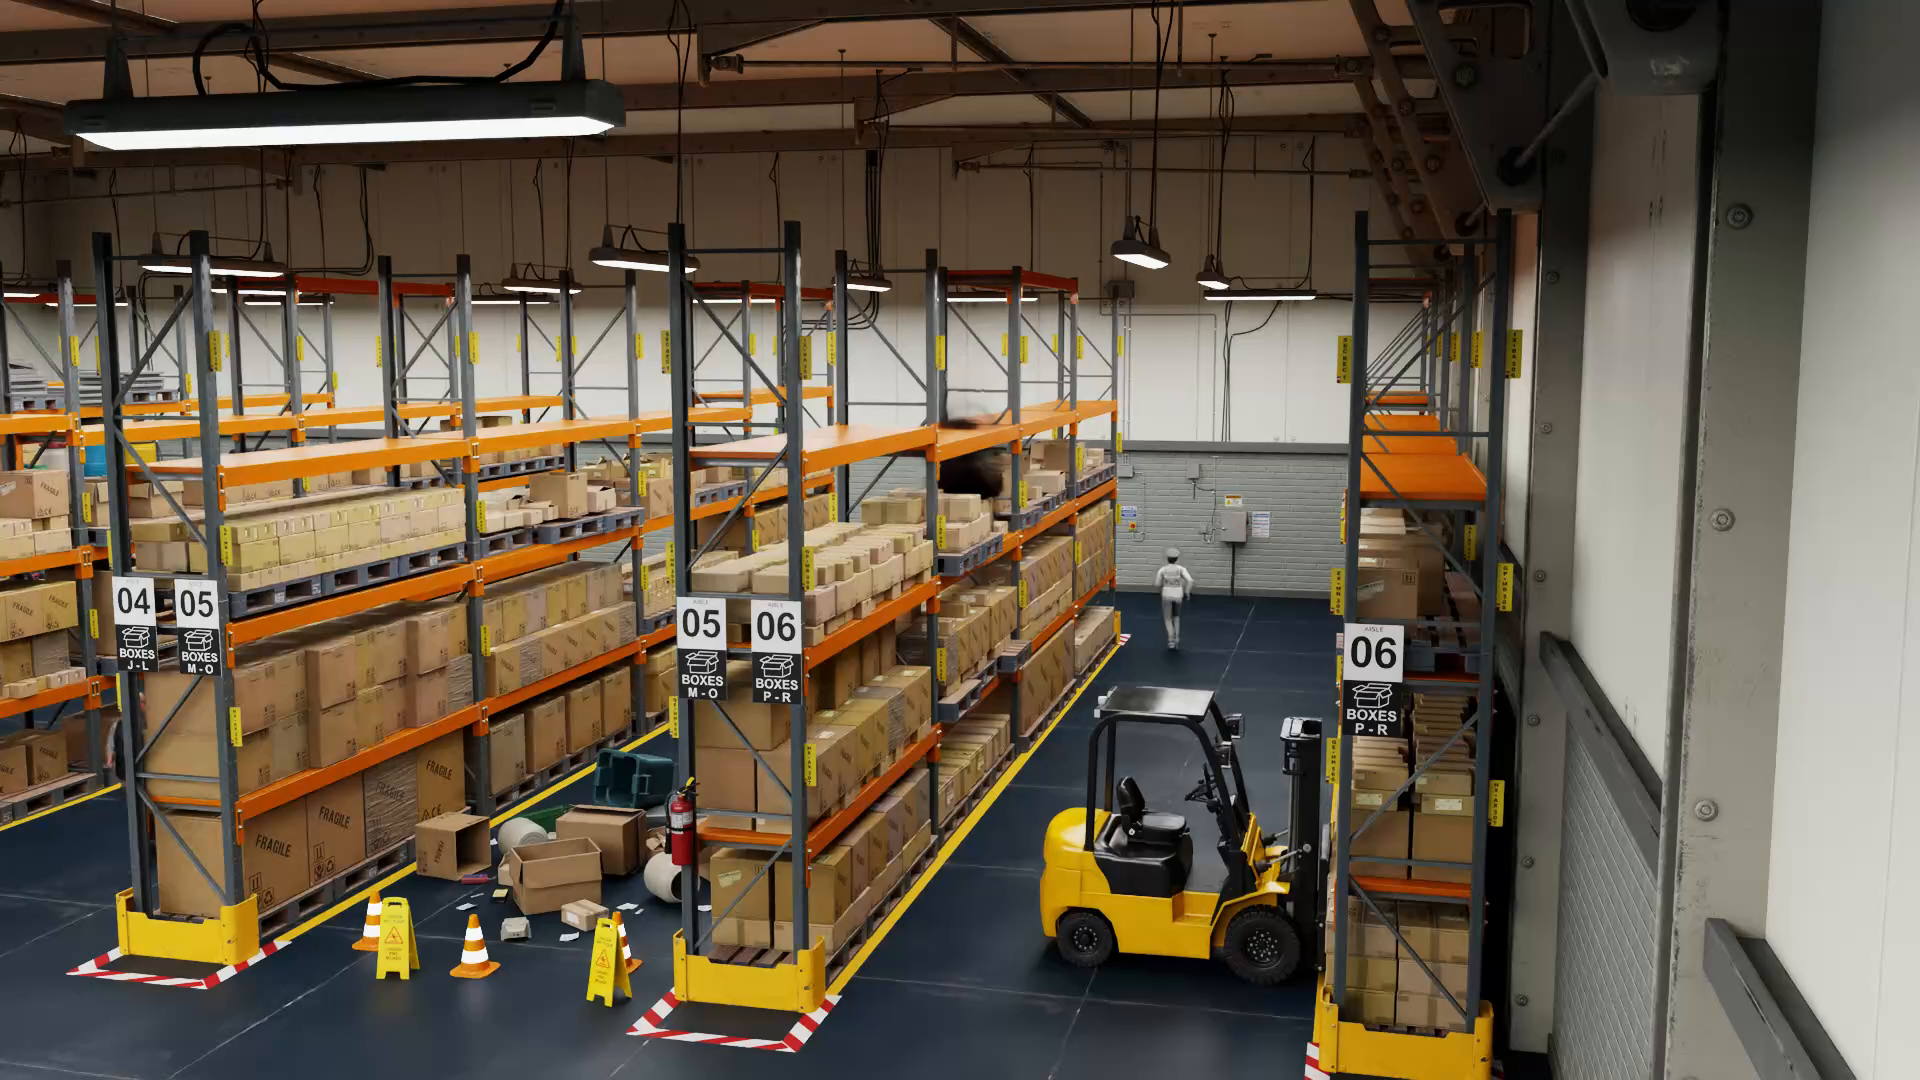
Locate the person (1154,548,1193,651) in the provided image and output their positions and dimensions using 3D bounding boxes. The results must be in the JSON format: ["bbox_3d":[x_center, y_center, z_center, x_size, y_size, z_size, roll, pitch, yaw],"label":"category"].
[{"bbox_3d":[3.490,1.008,27.290,0.569,1.756,0.737,-1,7,-5],"label":"person"}]

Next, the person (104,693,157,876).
[{"bbox_3d":[-8.002,2.444,16.251,0.658,1.590,0.734,1,7,10],"label":"person"}]
